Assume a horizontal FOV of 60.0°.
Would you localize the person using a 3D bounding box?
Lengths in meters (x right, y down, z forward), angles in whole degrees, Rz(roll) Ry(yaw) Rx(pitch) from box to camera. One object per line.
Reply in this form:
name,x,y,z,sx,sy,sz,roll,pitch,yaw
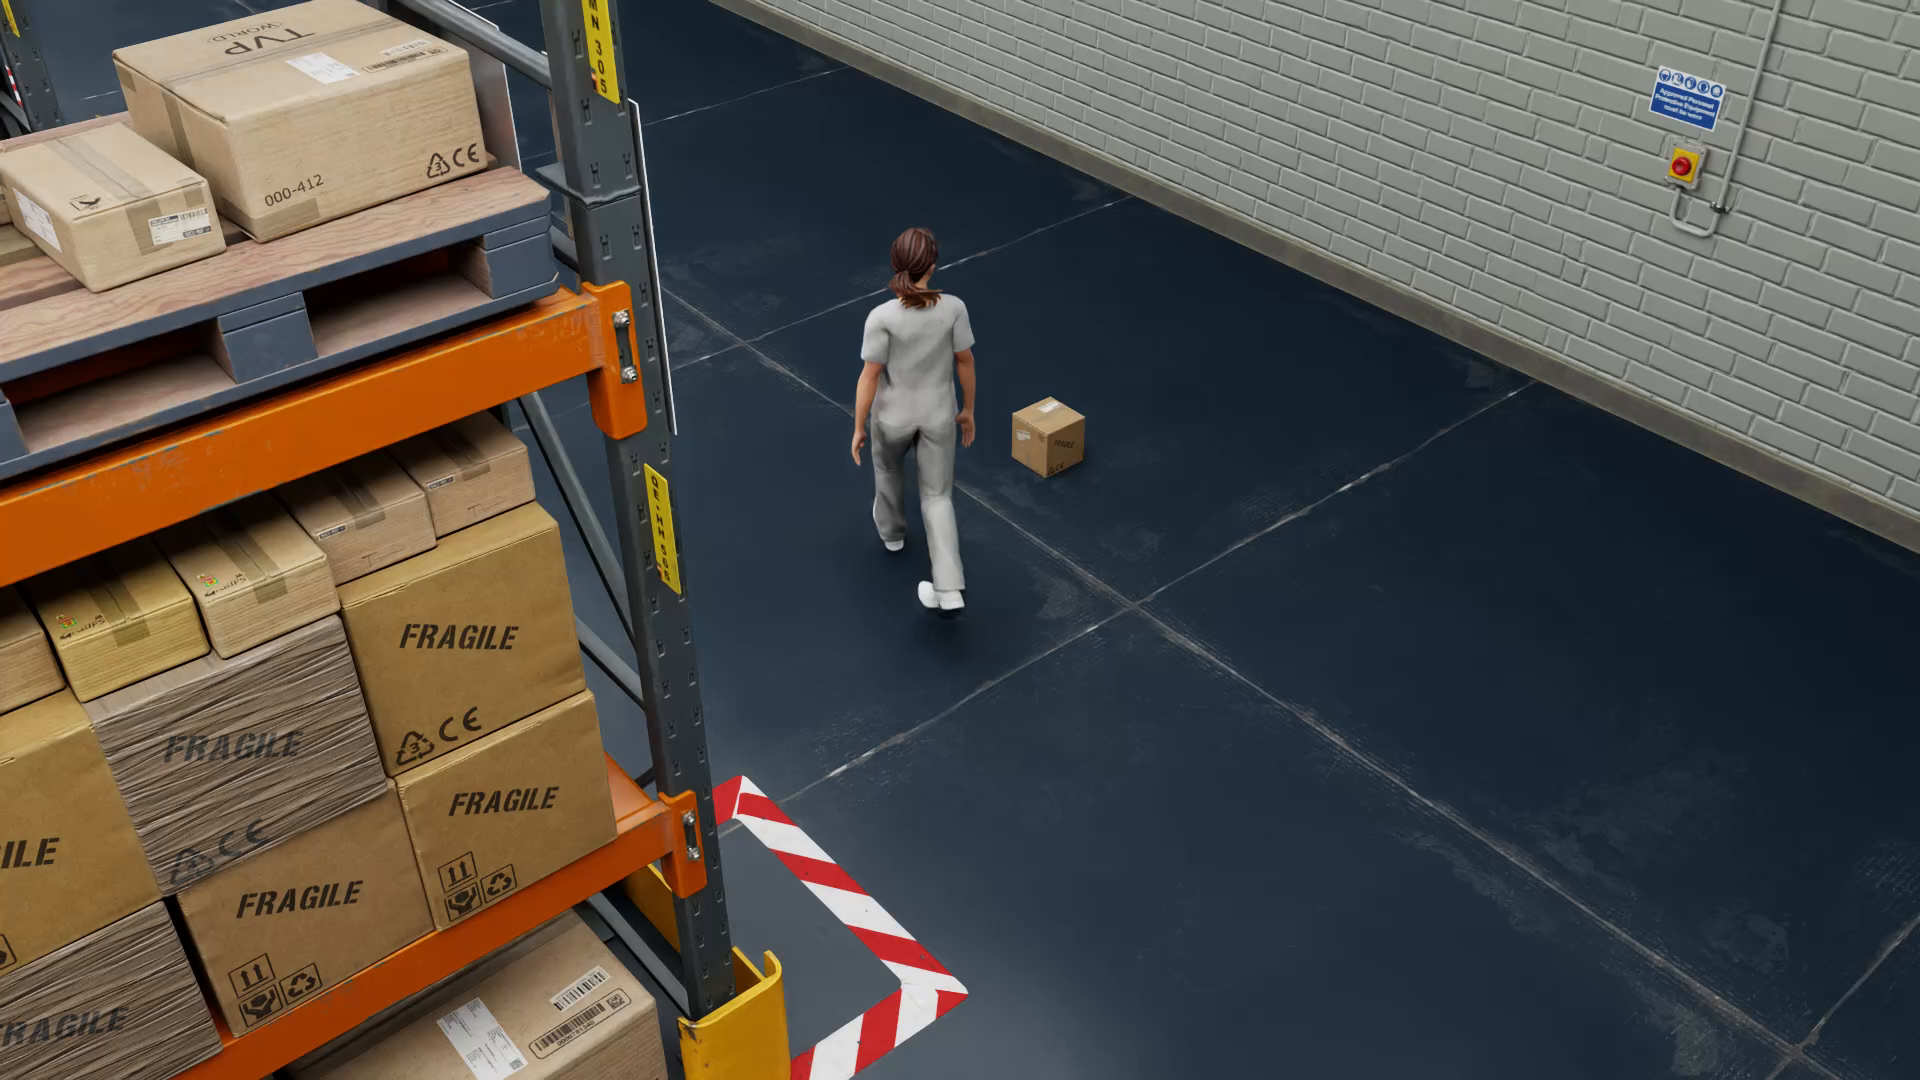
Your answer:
person,-0.193,-0.500,6.854,0.534,1.631,0.991,-6,37,-9
